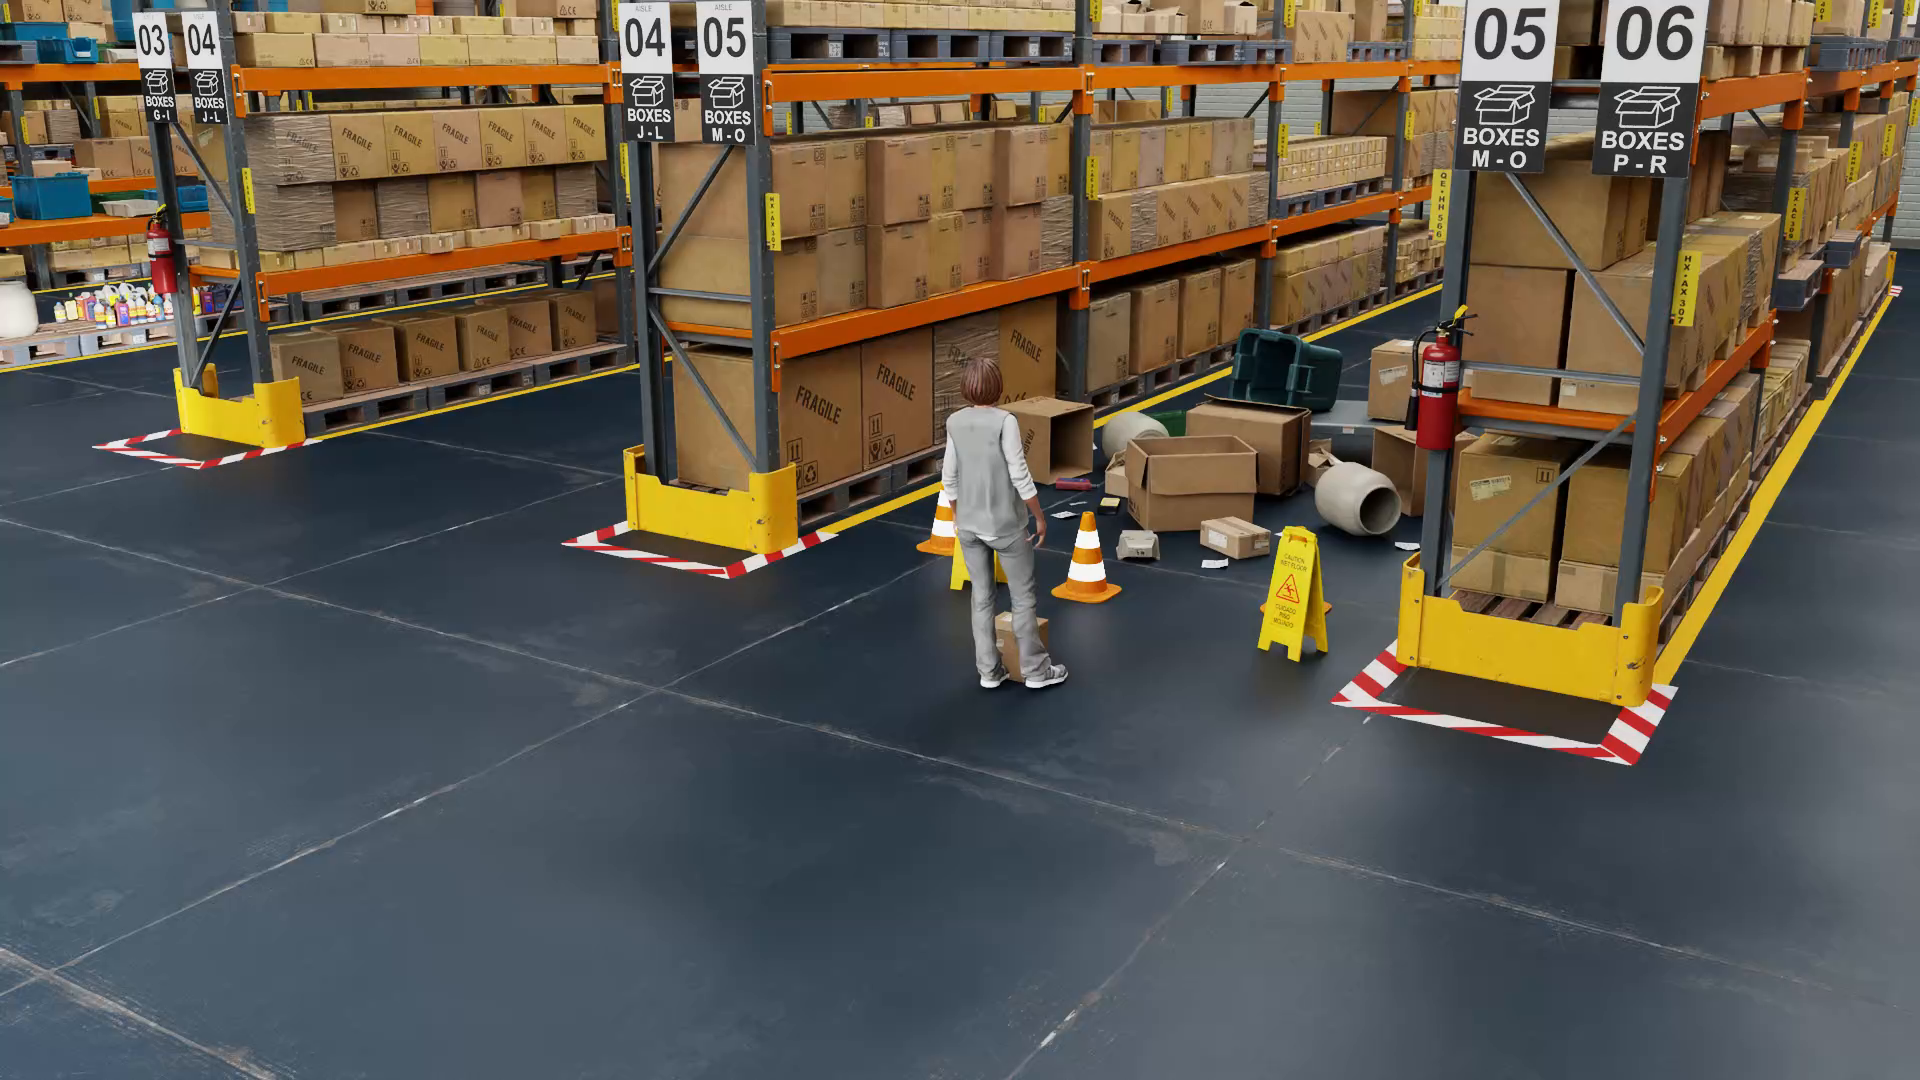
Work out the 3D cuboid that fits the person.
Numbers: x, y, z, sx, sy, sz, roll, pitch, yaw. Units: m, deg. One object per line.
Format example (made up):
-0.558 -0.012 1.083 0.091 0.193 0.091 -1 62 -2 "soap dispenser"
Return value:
0.199 -0.080 7.793 0.521 1.597 0.474 10 19 30 "person"
